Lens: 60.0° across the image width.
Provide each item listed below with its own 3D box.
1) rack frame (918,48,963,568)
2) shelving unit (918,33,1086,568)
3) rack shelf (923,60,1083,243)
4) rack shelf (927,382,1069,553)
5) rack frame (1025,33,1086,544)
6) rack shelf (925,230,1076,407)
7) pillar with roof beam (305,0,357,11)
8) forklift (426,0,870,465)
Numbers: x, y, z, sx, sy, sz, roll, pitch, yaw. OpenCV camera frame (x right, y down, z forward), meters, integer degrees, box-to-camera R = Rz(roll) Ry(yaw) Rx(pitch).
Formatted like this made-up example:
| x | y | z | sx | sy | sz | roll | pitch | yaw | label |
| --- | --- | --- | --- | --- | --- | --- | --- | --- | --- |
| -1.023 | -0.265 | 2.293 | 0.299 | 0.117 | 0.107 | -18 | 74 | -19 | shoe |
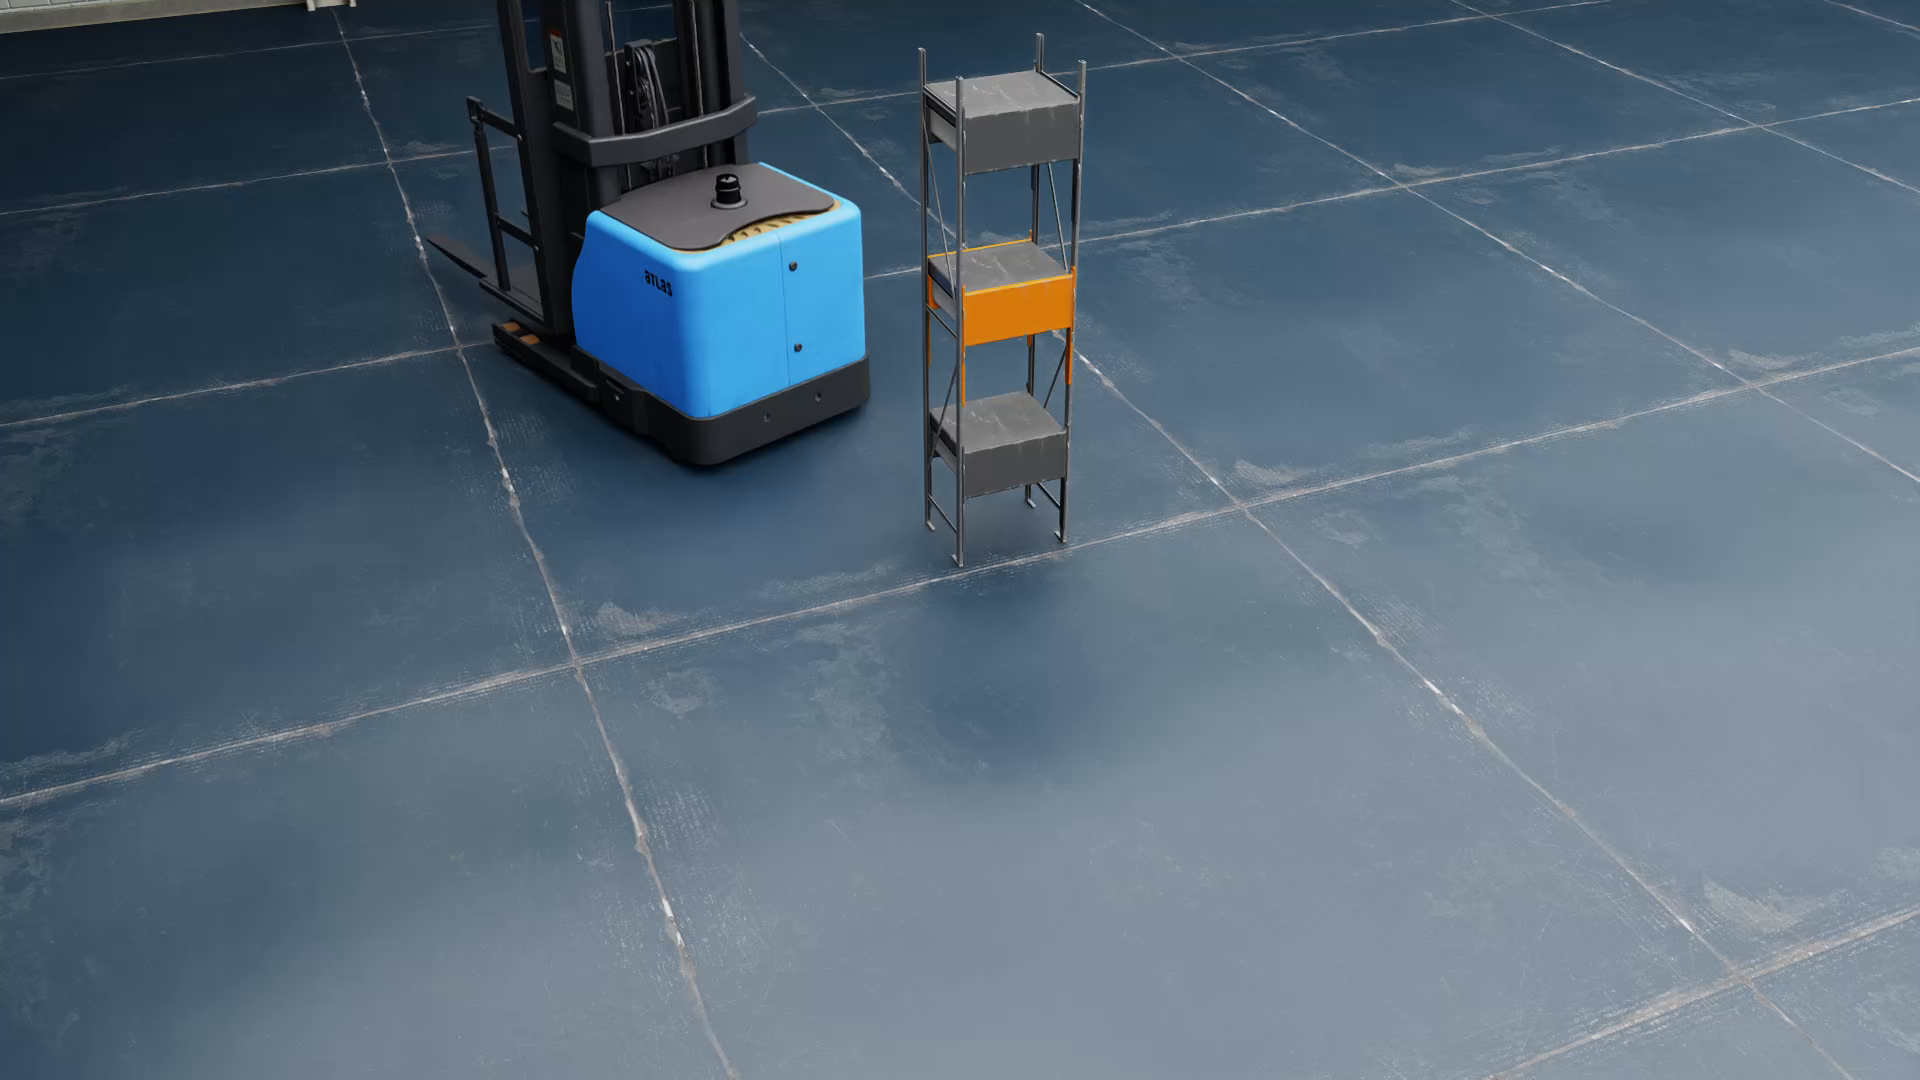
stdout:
| x | y | z | sx | sy | sz | roll | pitch | yaw | label |
| --- | --- | --- | --- | --- | --- | --- | --- | --- | --- |
| -0.072 | -0.864 | 6.652 | 0.015 | 2.100 | 0.400 | -13 | 35 | -19 | rack frame |
| 0.153 | -0.915 | 6.731 | 0.503 | 2.100 | 0.431 | -13 | 35 | -19 | shelving unit |
| 0.153 | -1.490 | 6.357 | 0.480 | 0.518 | 0.431 | -13 | 35 | -19 | rack shelf |
| 0.153 | -0.317 | 7.120 | 0.480 | 0.518 | 0.431 | -13 | 35 | -19 | rack shelf |
| 0.378 | -0.967 | 6.810 | 0.015 | 2.100 | 0.400 | -13 | 35 | -19 | rack frame |
| 0.153 | -0.904 | 6.738 | 0.480 | 0.518 | 0.431 | -13 | 35 | -19 | rack shelf |
| -3.772 | -6.241 | 8.590 | 0.400 | 9.000 | 9.100 | -13 | 35 | -19 | pillar with roof beam |
| -1.801 | -2.293 | 8.086 | 1.130 | 2.935 | 3.031 | -26 | 41 | -34 | forklift |
